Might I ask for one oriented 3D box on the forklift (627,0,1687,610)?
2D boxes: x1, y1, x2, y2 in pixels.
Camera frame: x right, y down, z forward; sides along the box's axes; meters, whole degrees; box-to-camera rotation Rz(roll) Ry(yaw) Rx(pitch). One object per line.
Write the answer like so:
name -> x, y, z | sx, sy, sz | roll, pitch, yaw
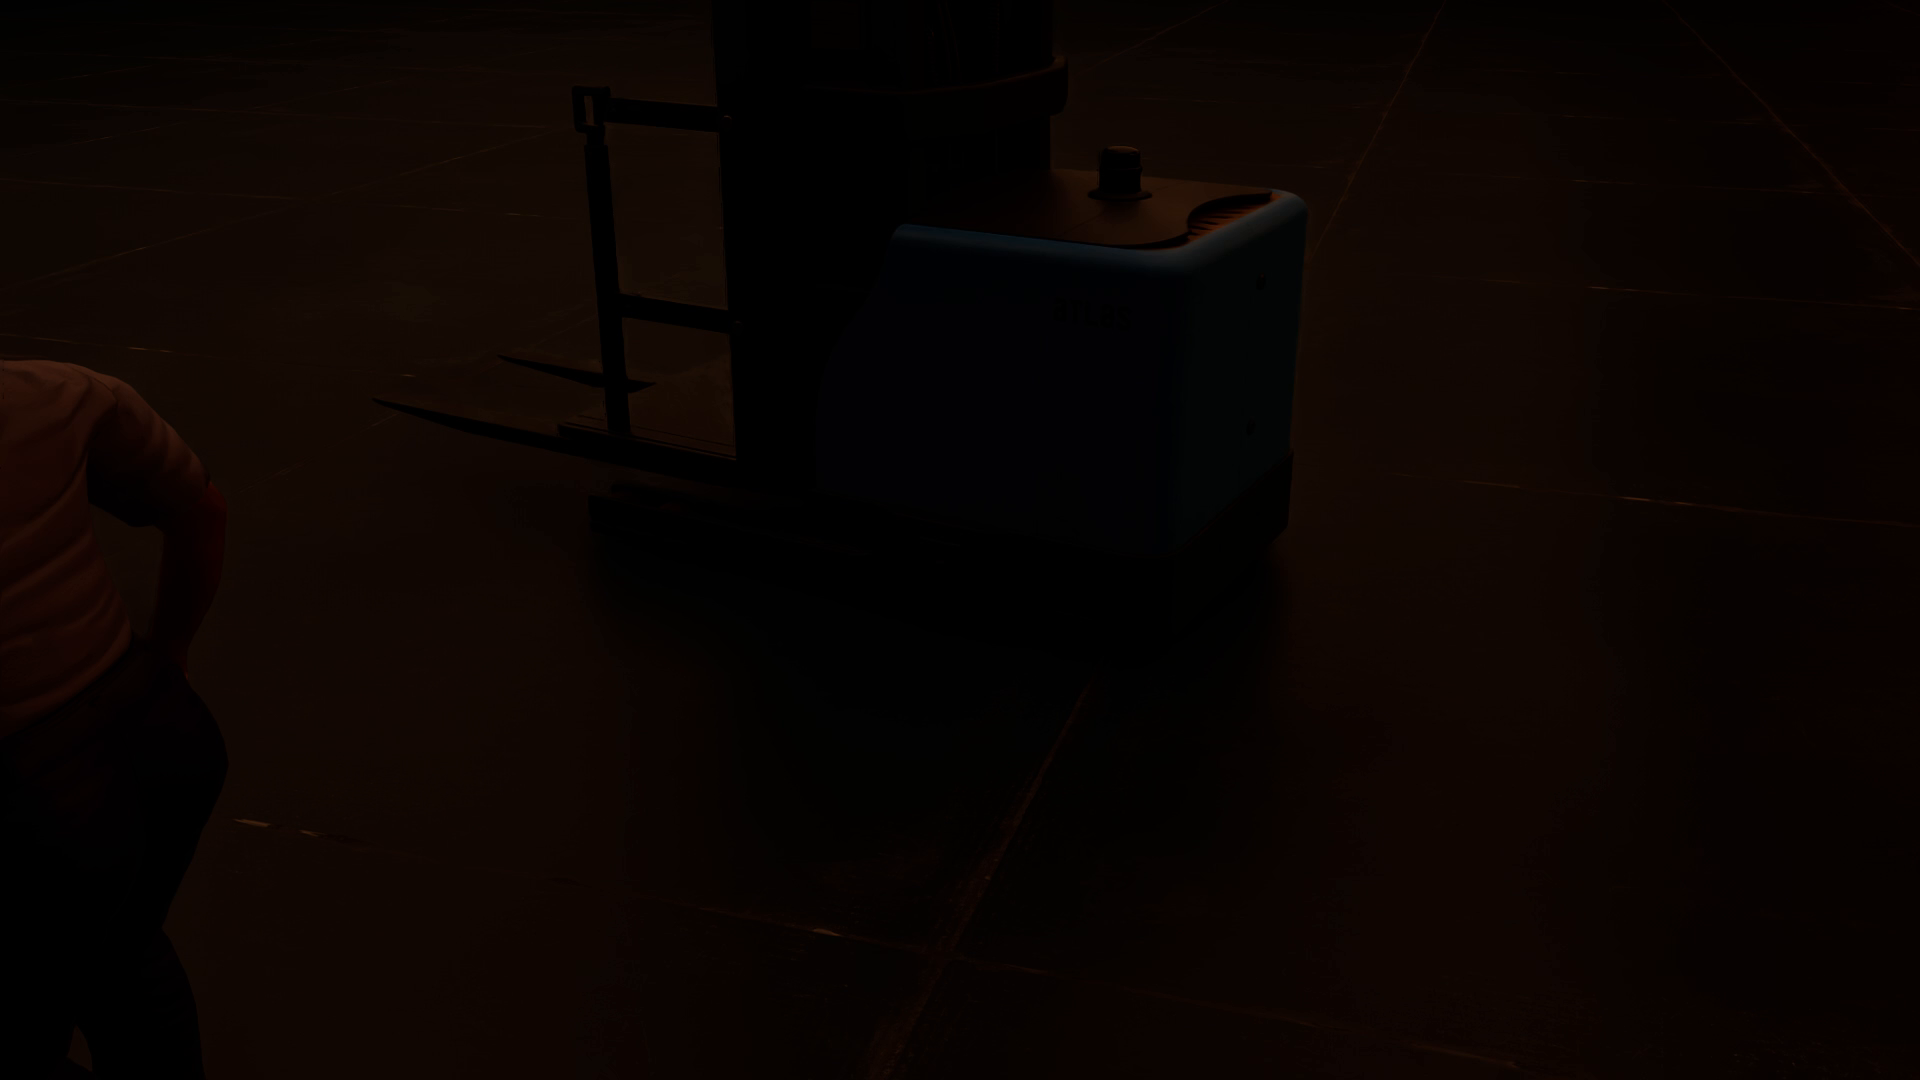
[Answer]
forklift -> 0.606, -1.374, 4.608 | 3.031, 2.935, 1.130 | -2, 23, -4
